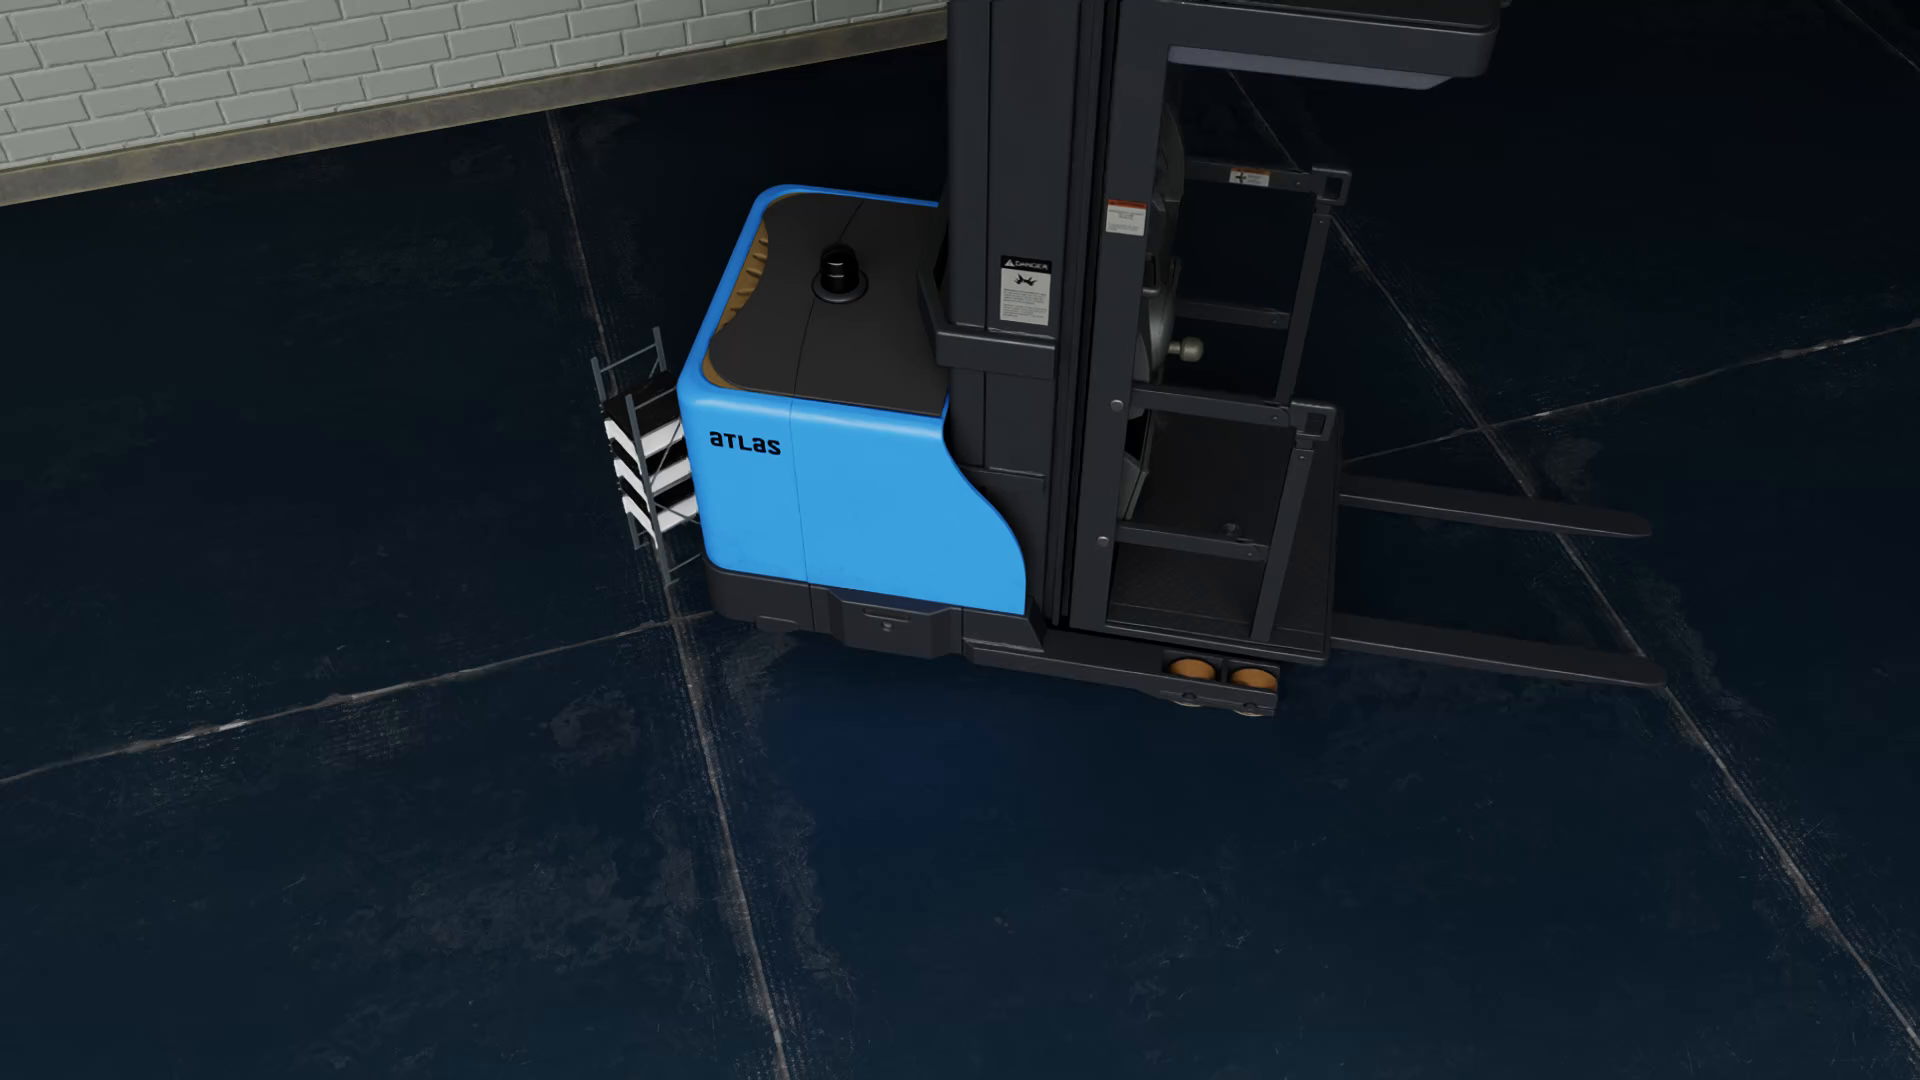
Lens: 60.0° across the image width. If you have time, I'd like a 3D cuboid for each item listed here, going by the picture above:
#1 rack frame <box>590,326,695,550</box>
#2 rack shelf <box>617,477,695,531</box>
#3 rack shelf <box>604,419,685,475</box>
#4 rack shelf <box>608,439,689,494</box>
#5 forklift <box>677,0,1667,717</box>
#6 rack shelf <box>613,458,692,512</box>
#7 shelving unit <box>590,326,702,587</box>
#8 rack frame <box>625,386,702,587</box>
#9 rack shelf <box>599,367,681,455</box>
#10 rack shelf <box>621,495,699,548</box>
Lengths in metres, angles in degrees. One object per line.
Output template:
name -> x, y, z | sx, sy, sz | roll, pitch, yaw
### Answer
rack frame -> -1.024, -0.313, 5.425 | 0.240, 0.900, 0.006 | -31, 56, -23
rack shelf -> -0.961, -0.172, 5.468 | 0.258, 0.077, 0.200 | -31, 56, -23
rack shelf -> -0.961, -0.346, 5.262 | 0.258, 0.077, 0.200 | -31, 56, -23
rack shelf -> -0.961, -0.288, 5.330 | 0.258, 0.077, 0.200 | -31, 56, -23
forklift -> 0.740, -0.830, 4.532 | 3.031, 2.935, 1.130 | 8, 50, 7
rack shelf -> -0.961, -0.230, 5.399 | 0.258, 0.077, 0.200 | -31, 56, -23
shelving unit -> -0.961, -0.252, 5.374 | 0.258, 0.900, 0.210 | -31, 56, -23
rack frame -> -0.898, -0.191, 5.322 | 0.240, 0.900, 0.006 | -31, 56, -23
rack shelf -> -0.961, -0.404, 5.193 | 0.258, 0.077, 0.200 | -31, 56, -23
rack shelf -> -0.961, -0.114, 5.537 | 0.258, 0.077, 0.200 | -31, 56, -23
